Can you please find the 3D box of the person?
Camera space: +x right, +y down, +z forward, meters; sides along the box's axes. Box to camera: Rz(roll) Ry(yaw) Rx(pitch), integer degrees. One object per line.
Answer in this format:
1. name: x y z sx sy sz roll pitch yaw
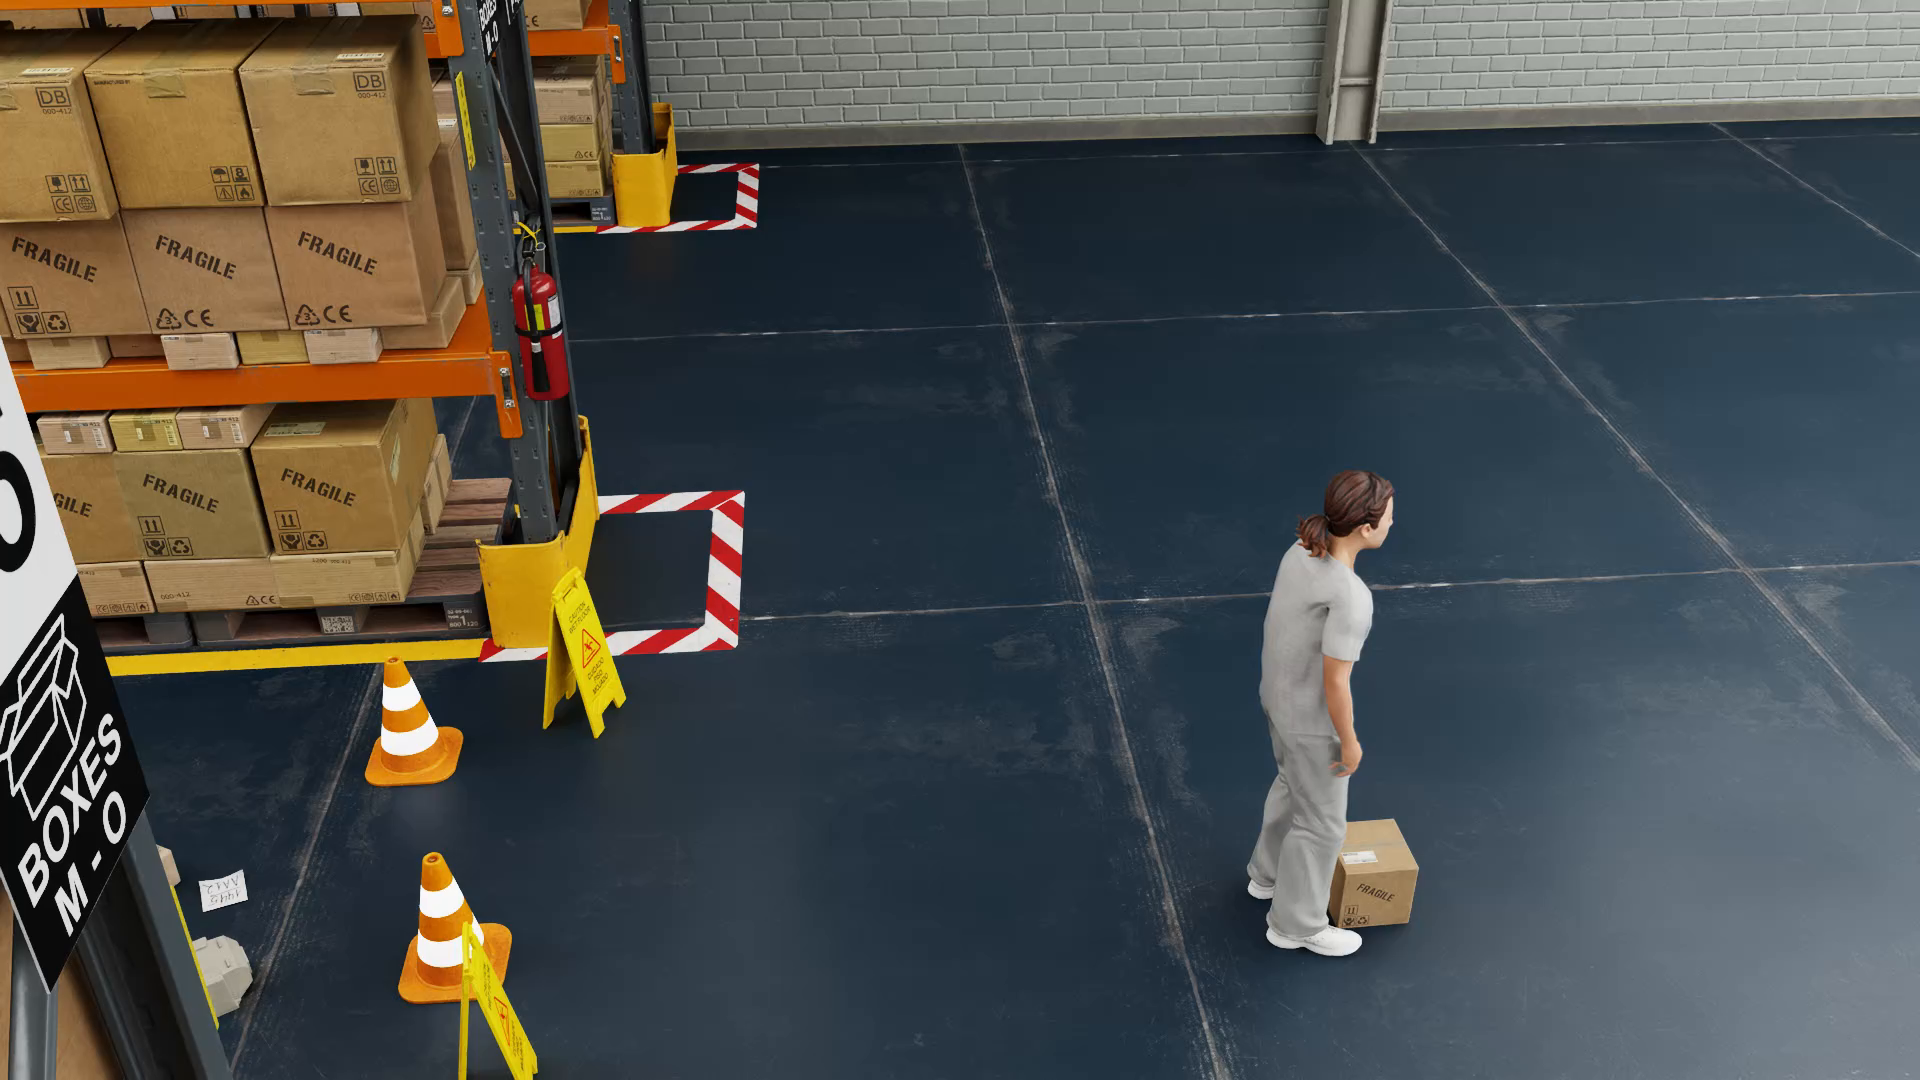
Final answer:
1. person: 1.131 0.537 5.249 0.361 1.672 0.514 -4 32 -7
